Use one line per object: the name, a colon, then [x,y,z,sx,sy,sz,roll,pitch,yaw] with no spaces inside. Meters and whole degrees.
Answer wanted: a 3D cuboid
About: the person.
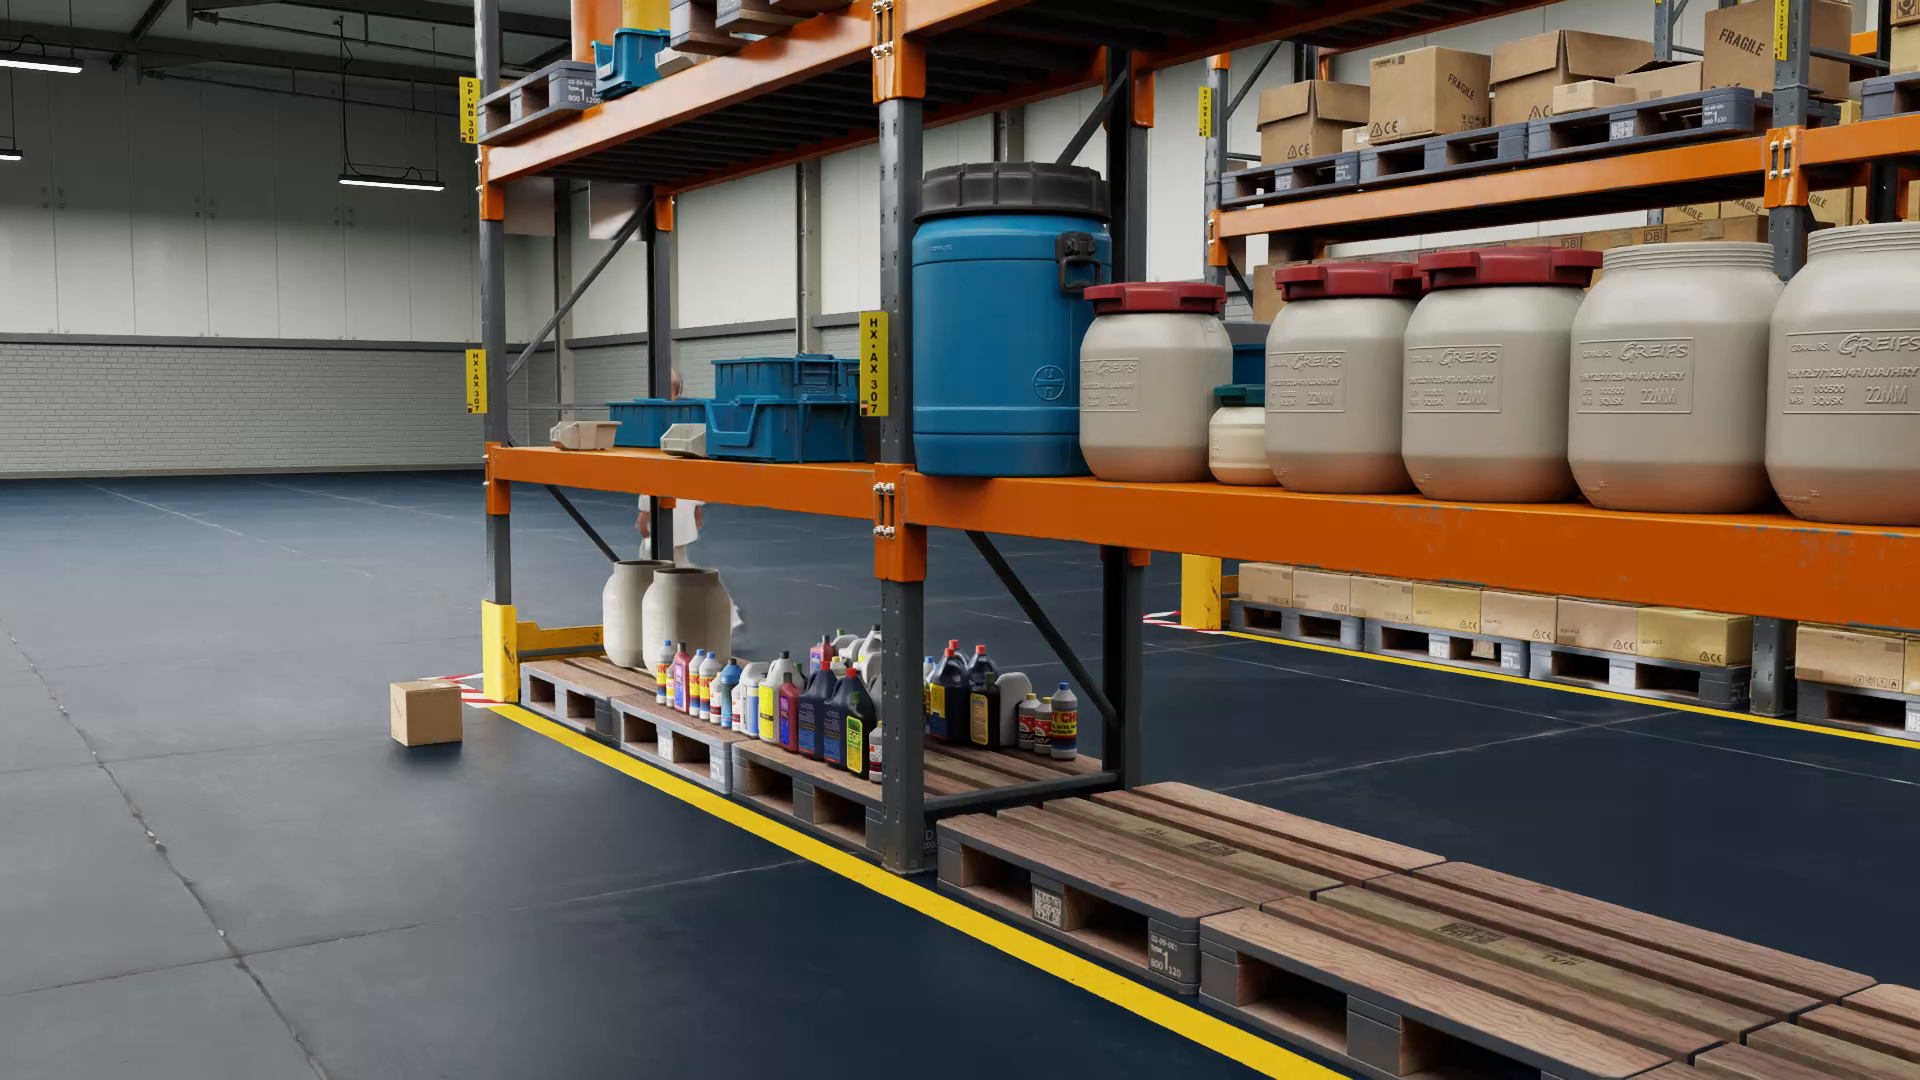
person: [-1.833,-0.210,10.415,0.978,1.737,0.621,1,5,10]
